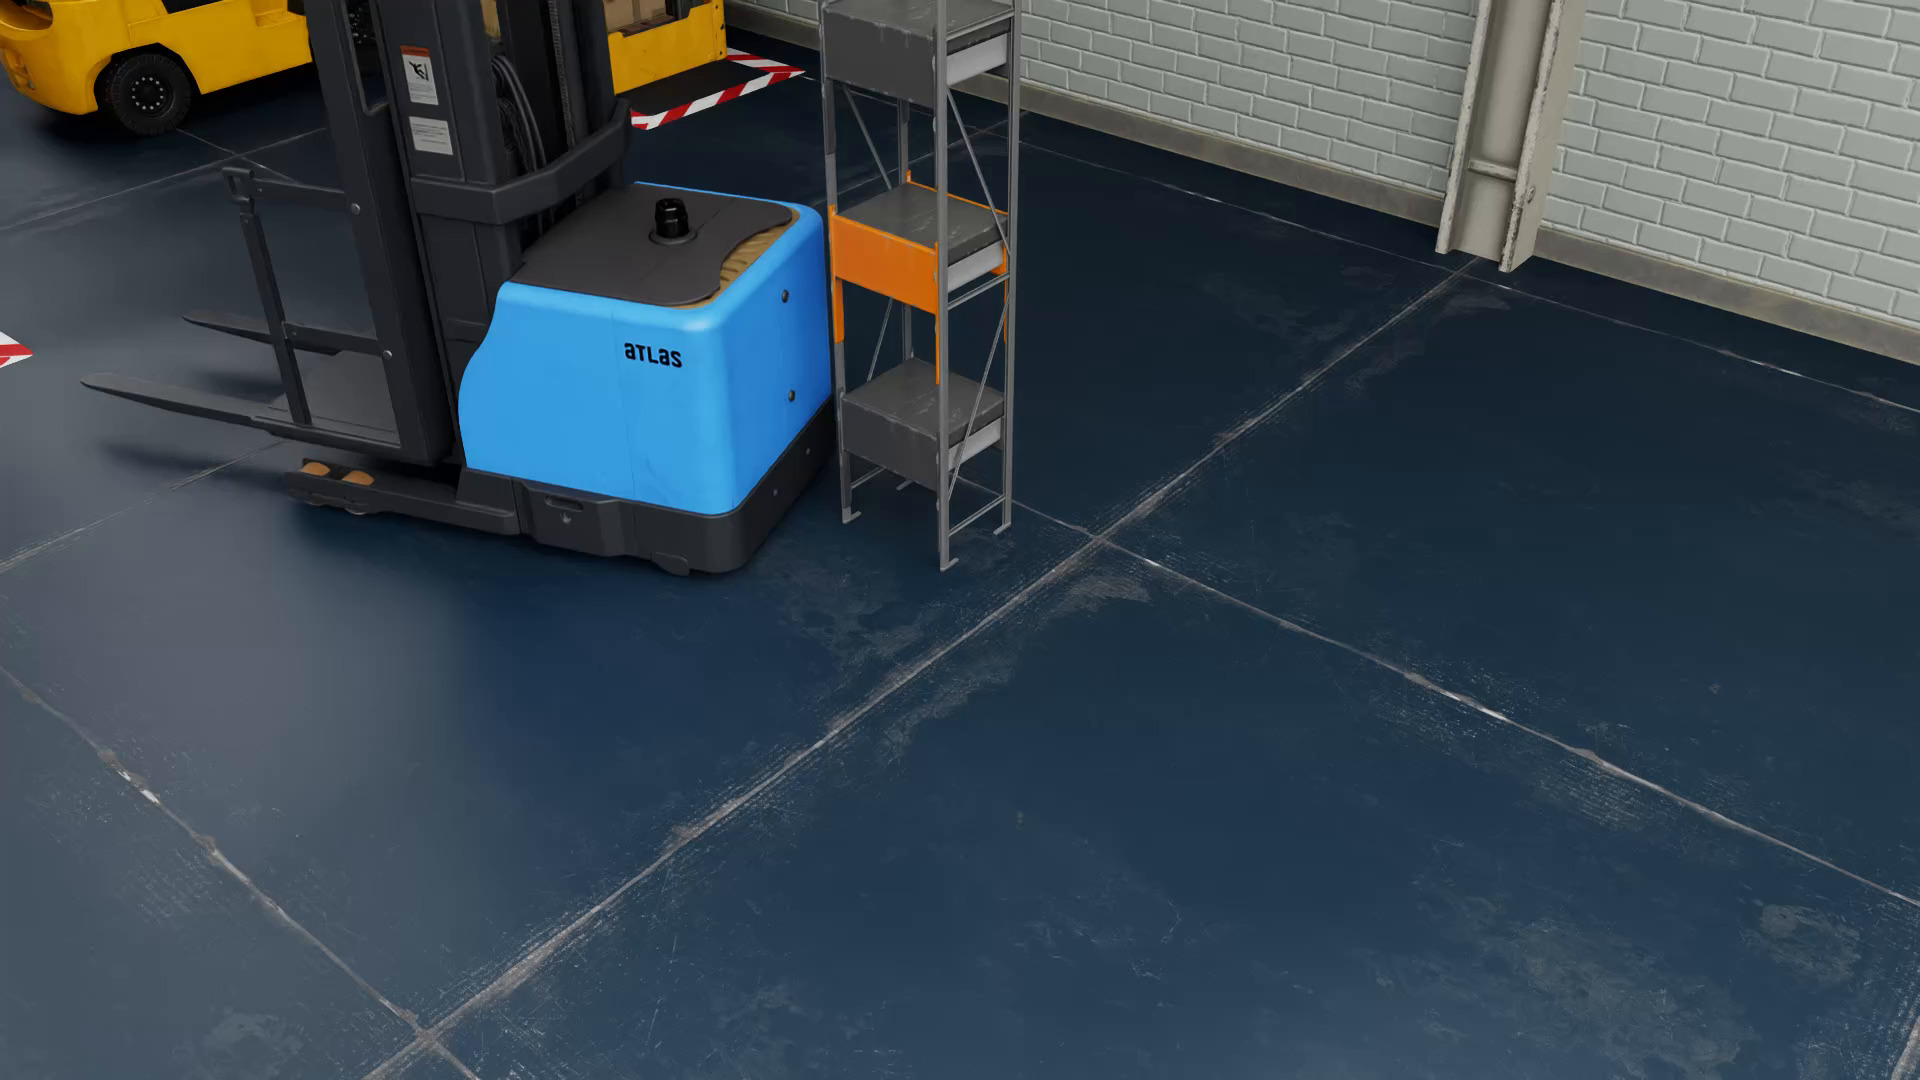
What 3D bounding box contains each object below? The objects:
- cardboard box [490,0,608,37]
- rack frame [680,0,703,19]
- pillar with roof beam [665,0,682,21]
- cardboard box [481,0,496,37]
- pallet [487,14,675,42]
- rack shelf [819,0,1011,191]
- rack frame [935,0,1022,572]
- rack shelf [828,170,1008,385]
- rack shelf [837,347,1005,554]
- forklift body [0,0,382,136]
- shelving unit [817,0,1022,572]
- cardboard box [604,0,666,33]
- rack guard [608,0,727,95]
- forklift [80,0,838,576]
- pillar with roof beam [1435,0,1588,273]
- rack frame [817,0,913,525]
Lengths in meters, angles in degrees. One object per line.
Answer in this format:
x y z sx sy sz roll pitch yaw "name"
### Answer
-2.578 -3.287 10.444 0.500 0.250 0.500 26 42 32 "cardboard box"
-2.015 -4.214 9.737 0.127 3.000 1.000 25 42 32 "rack frame"
-4.728 -5.459 6.249 0.400 9.000 9.100 25 42 32 "pillar with roof beam"
-2.954 -3.471 10.712 0.500 0.250 0.500 25 42 32 "cardboard box"
-2.630 -3.324 10.903 1.213 0.211 1.003 25 42 32 "pallet"
-0.127 -1.491 5.354 0.480 0.518 0.431 25 42 32 "rack shelf"
0.060 -0.837 5.614 0.015 2.100 0.400 25 42 32 "rack frame"
-0.127 -0.914 5.751 0.480 0.518 0.431 25 42 32 "rack shelf"
-0.127 -0.337 6.147 0.480 0.518 0.431 25 42 32 "rack shelf"
-4.640 -3.757 9.821 1.214 2.155 2.313 25 42 32 "forklift body"
-0.127 -0.926 5.743 0.503 2.100 0.431 25 42 32 "shelving unit"
-2.267 -3.517 10.779 0.500 0.250 0.500 25 42 32 "cardboard box"
-1.997 -3.175 10.432 0.348 0.500 1.175 25 42 32 "rack guard"
-2.065 -1.574 5.953 3.031 2.935 1.130 11 36 16 "forklift"
-0.117 -3.285 3.085 0.400 9.000 9.100 25 42 32 "pillar with roof beam"
-0.315 -1.014 5.872 0.015 2.100 0.400 25 42 32 "rack frame"
